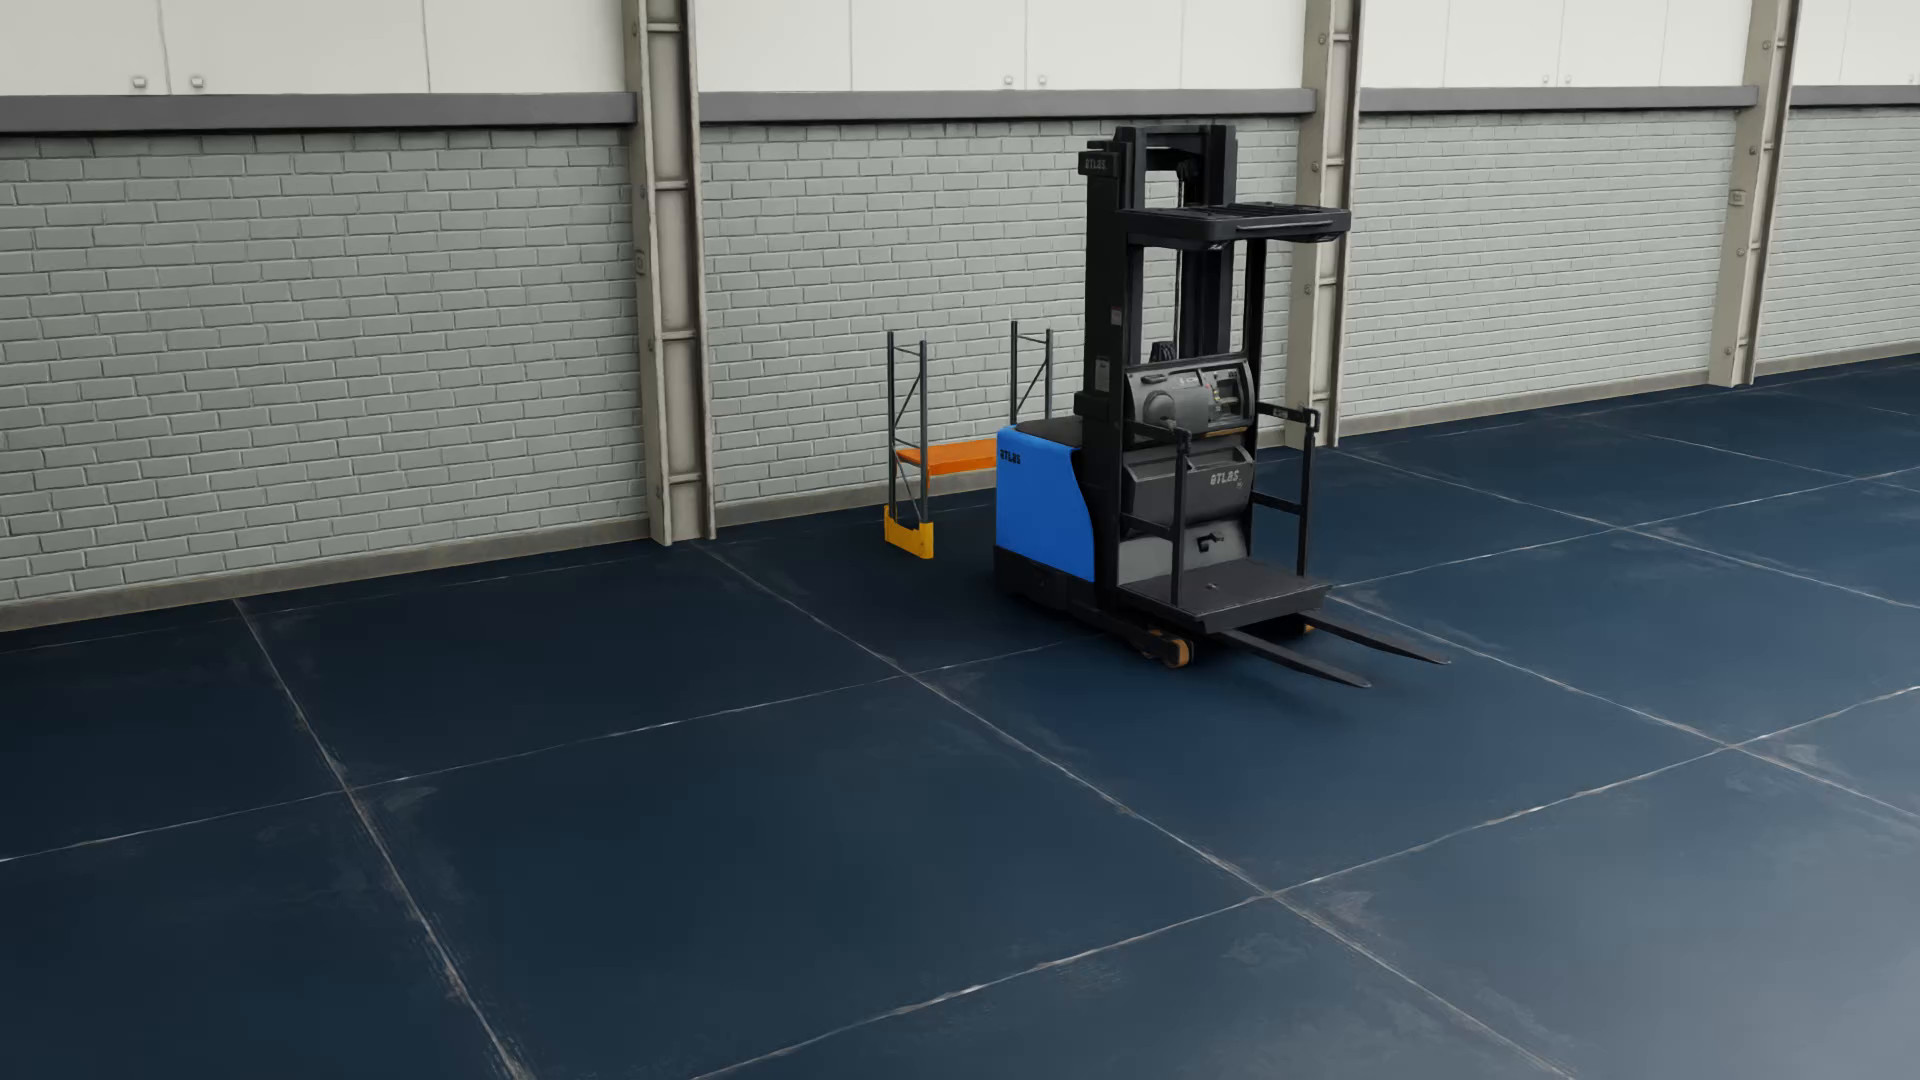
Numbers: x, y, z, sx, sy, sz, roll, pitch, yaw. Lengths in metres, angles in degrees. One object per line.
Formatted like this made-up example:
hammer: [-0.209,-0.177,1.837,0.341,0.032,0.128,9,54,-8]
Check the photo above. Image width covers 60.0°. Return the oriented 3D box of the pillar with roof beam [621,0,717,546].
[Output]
pillar with roof beam: [0.222,-3.355,7.206,0.400,9.000,9.100,-9,18,-30]

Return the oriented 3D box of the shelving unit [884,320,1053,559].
shelving unit: [0.065,-0.733,11.745,1.083,1.500,0.587,-9,18,-30]

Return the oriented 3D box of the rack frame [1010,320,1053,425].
rack frame: [0.509,-0.805,12.002,0.032,1.500,0.500,-9,18,-30]

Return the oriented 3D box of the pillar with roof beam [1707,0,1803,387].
pillar with roof beam: [10.508,-5.023,13.157,0.400,9.000,9.100,-9,18,-30]

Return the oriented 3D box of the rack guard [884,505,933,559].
rack guard: [-0.362,-0.062,11.667,0.087,0.250,0.587,-9,18,-30]

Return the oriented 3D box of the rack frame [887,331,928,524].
rack frame: [-0.363,-0.663,11.498,0.032,1.500,0.500,-9,18,-30]

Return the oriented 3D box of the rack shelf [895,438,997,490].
rack shelf: [0.073,-0.561,11.798,1.000,0.185,0.538,-9,18,-30]

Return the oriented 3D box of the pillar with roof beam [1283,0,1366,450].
pillar with roof beam: [5.365,-4.189,10.181,0.400,9.000,9.100,-9,18,-30]

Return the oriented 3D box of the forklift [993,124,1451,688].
forklift: [1.463,-0.838,9.468,1.130,2.935,3.031,-11,19,-33]
